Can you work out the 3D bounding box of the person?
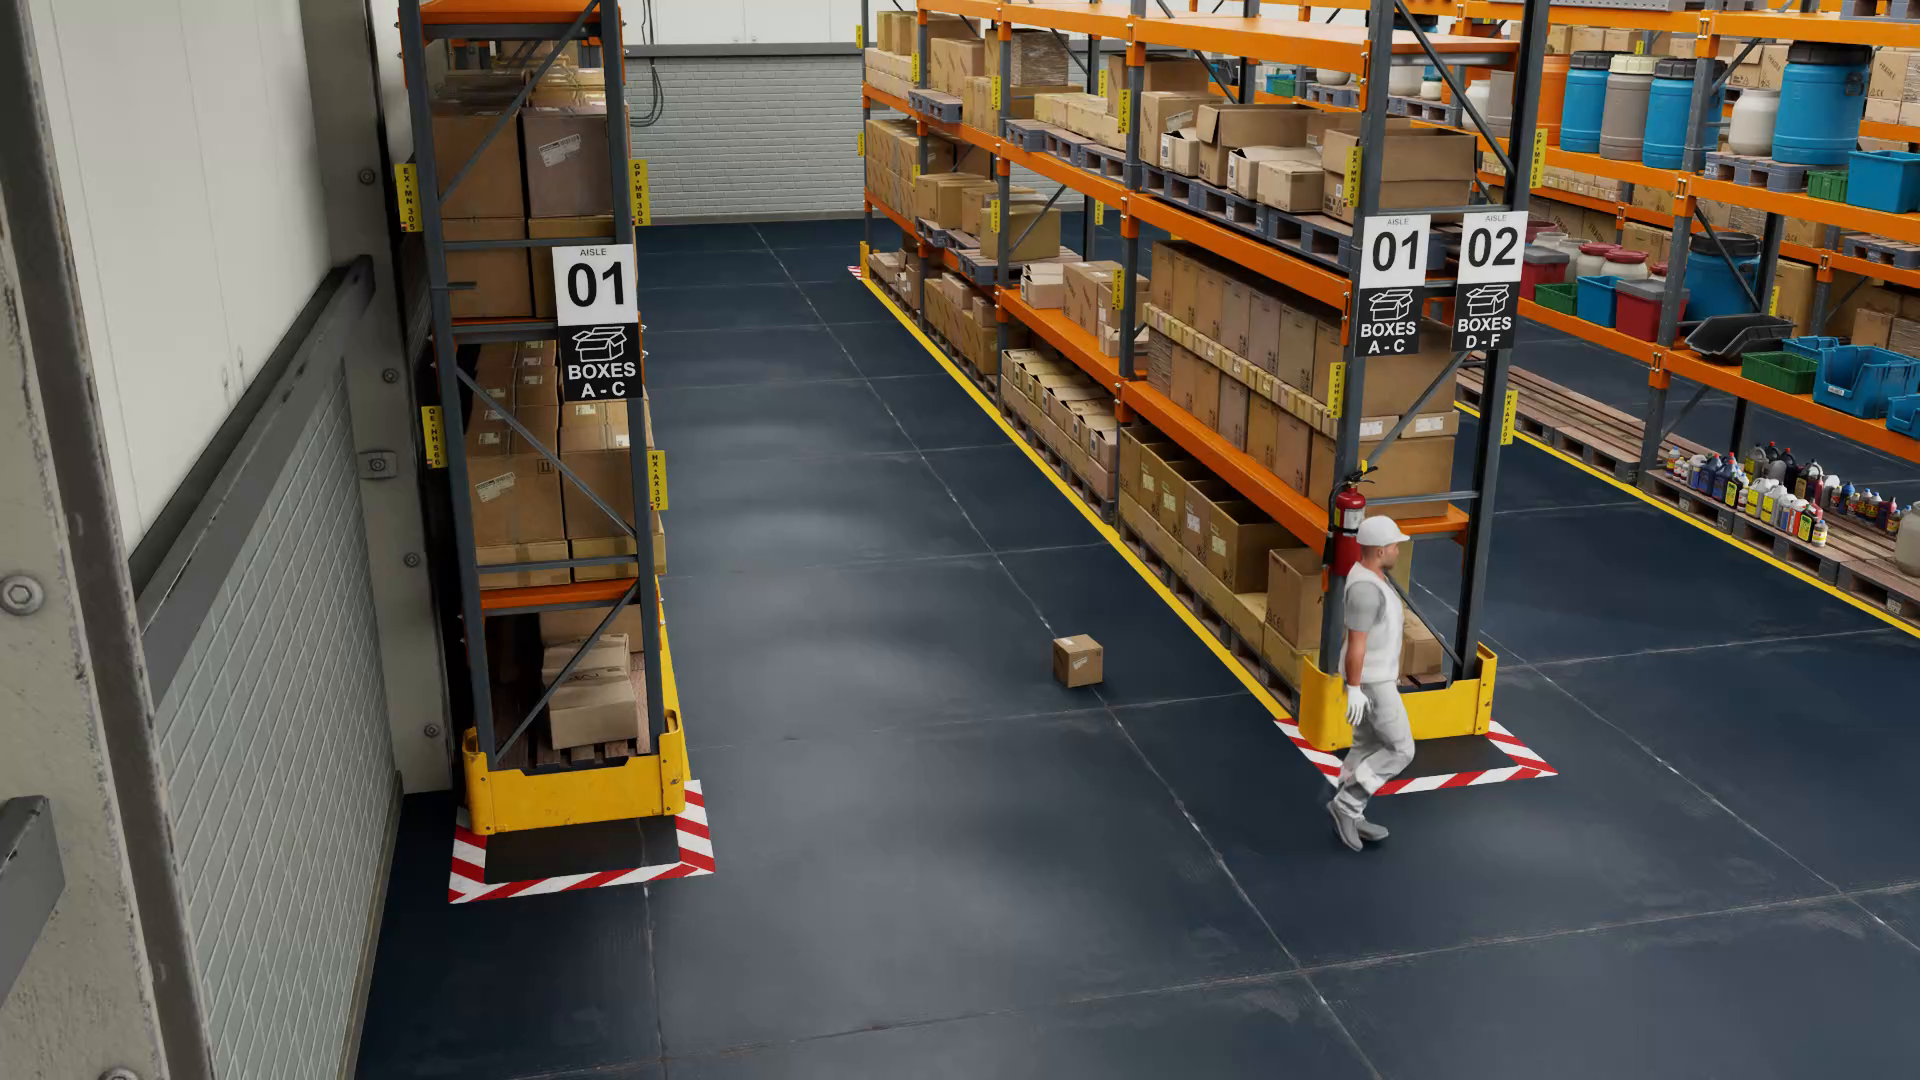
[{"bbox_3d":[2.225,0.752,8.839,0.438,1.775,0.635,5,20,15],"label":"person"}]
